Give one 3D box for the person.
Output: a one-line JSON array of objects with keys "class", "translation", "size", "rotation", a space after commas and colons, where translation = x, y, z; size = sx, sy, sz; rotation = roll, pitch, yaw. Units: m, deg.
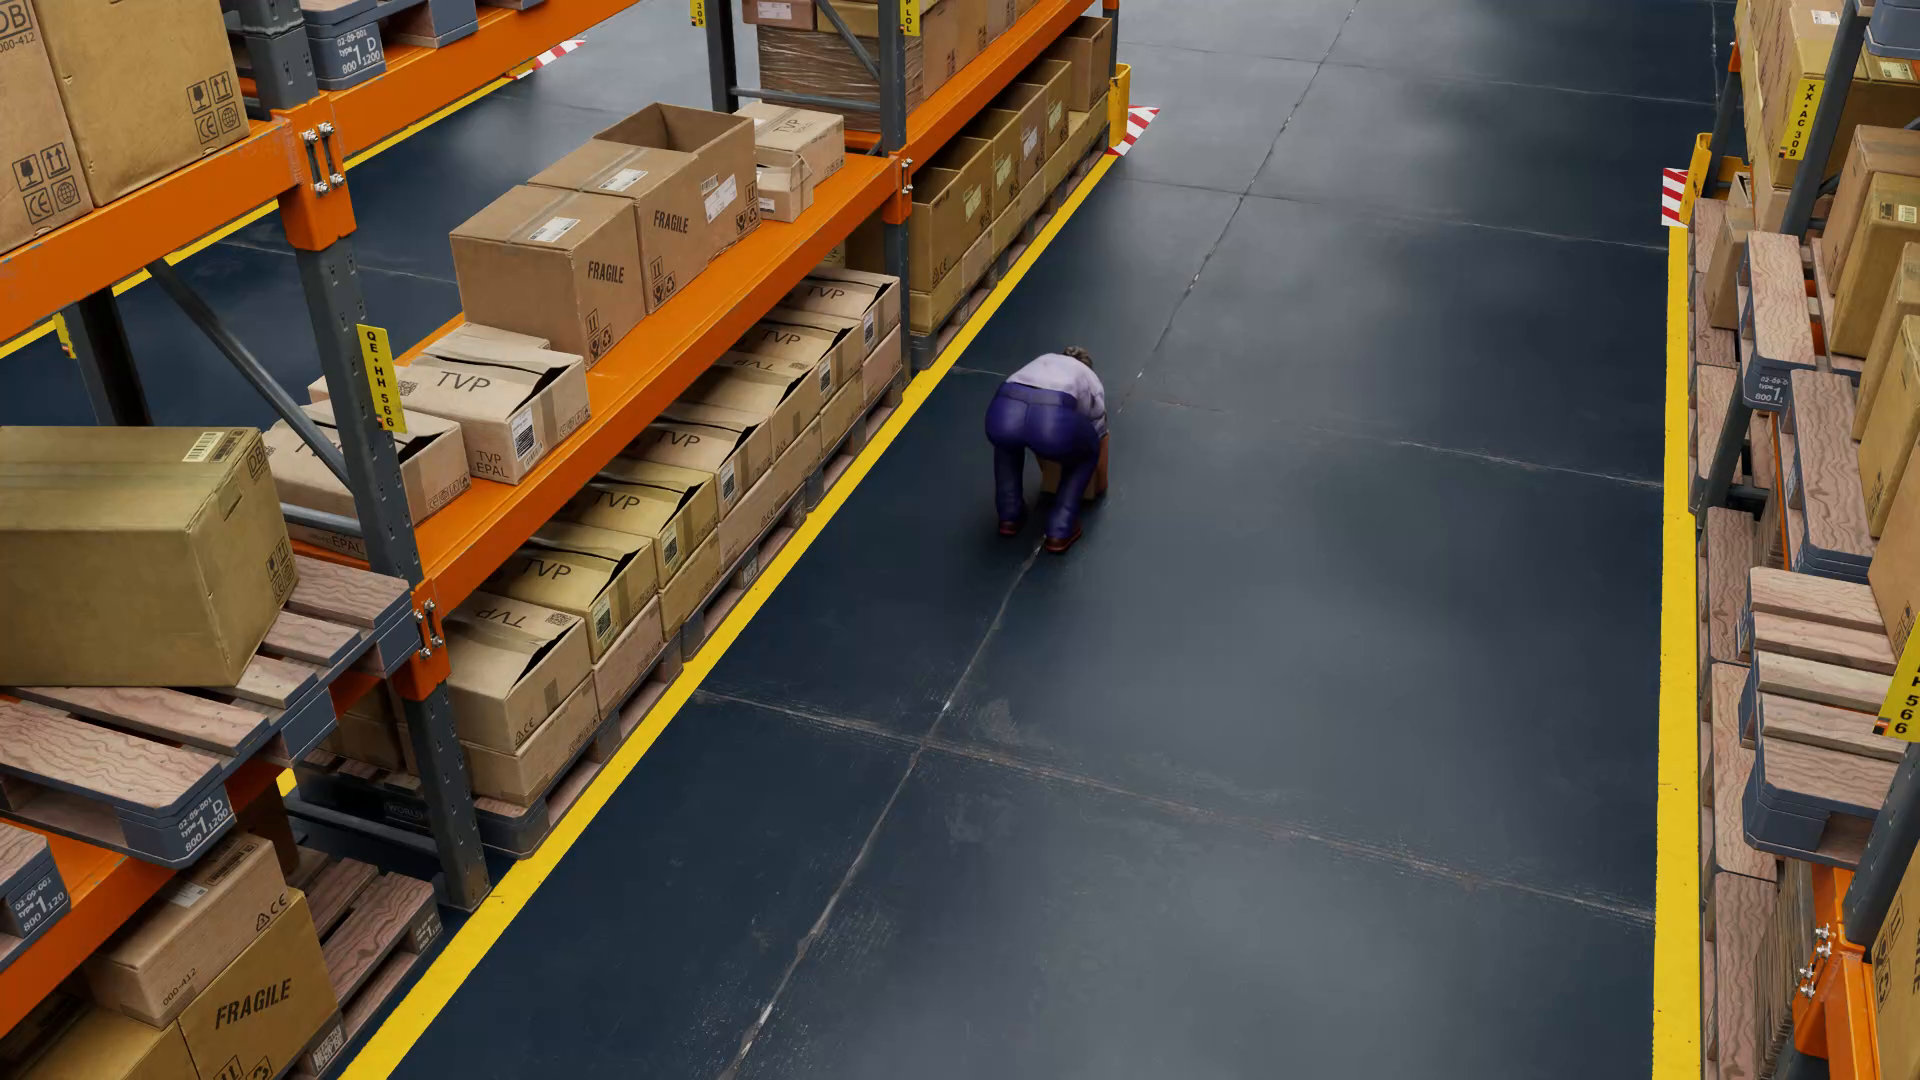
[{"class": "person", "translation": [0.395, -0.467, 7.582], "size": [0.508, 0.855, 0.898], "rotation": [10, 35, 14]}]
